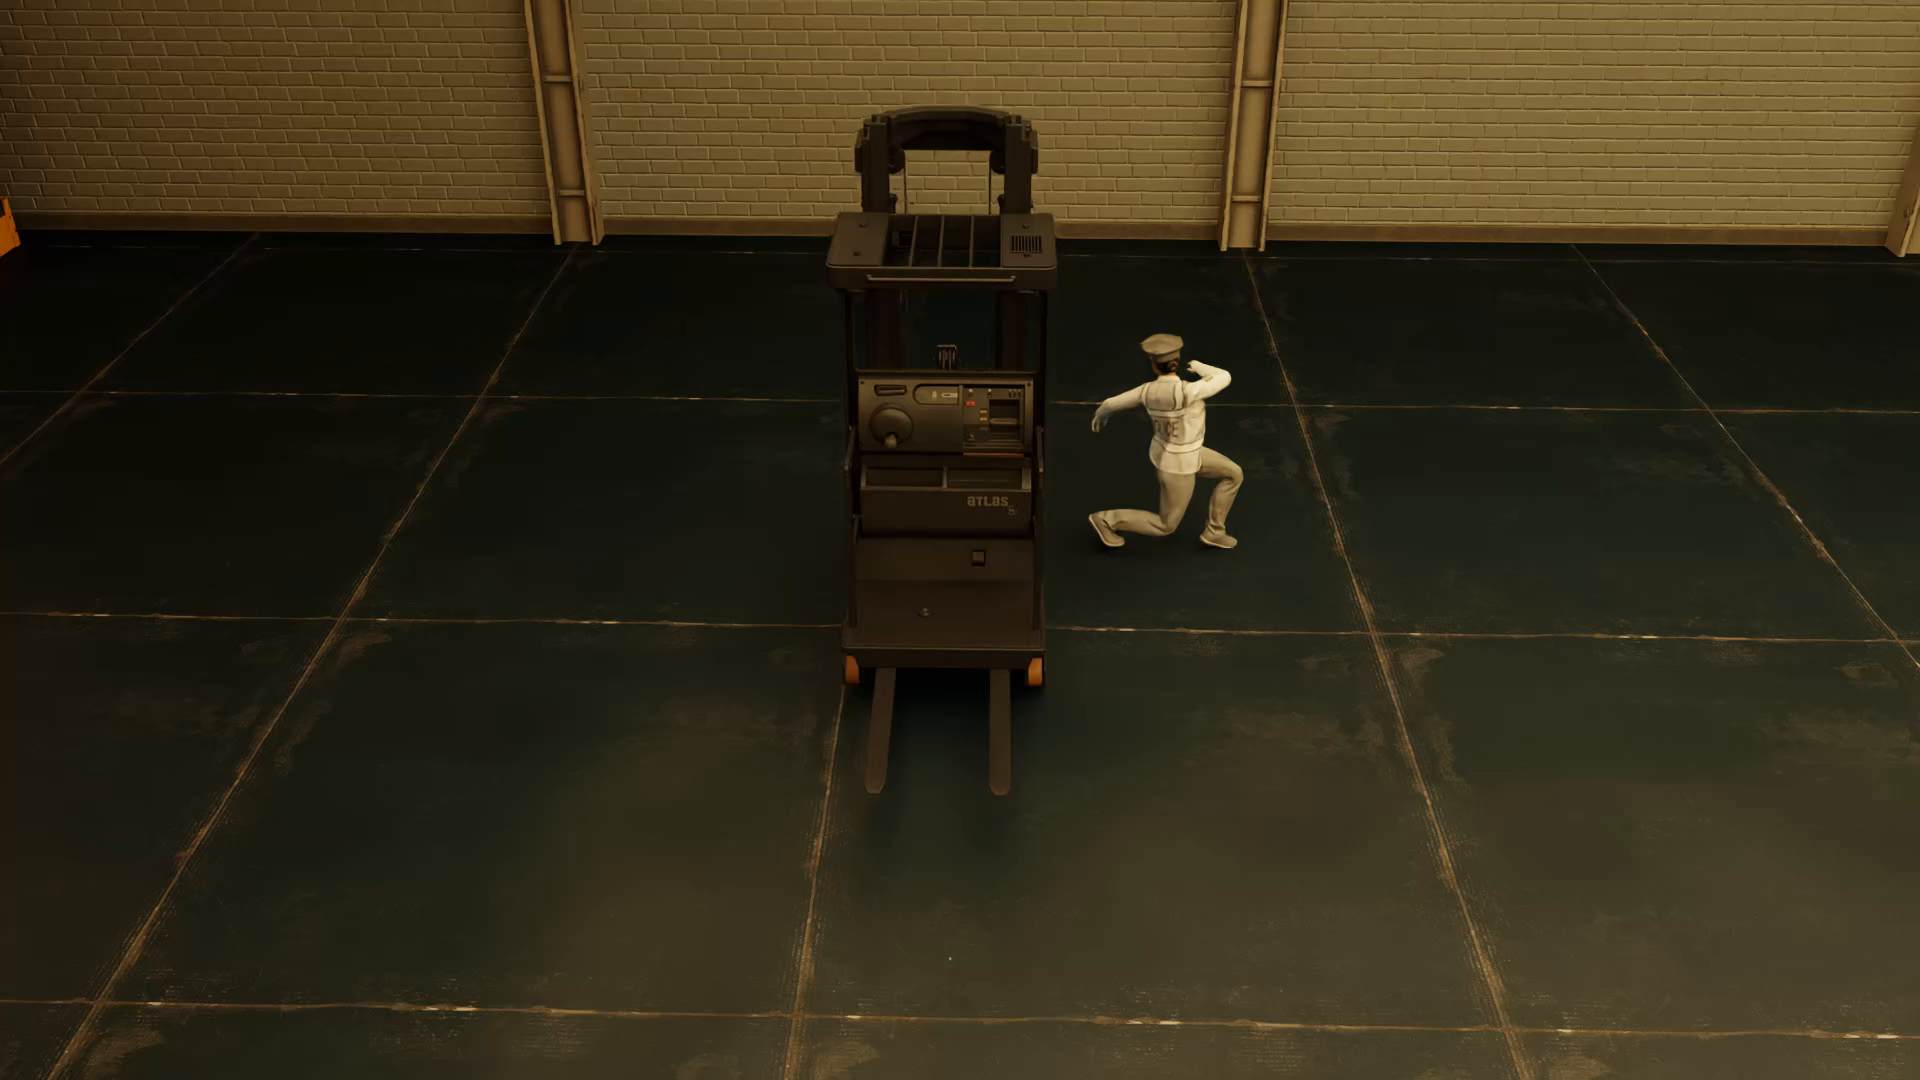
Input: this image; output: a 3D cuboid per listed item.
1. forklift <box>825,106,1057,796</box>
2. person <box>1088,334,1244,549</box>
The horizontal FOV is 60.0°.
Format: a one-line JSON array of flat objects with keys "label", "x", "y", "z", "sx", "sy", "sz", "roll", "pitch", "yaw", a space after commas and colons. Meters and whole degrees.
[{"label": "forklift", "x": -0.079, "y": -0.618, "z": 8.663, "sx": 1.130, "sy": 2.935, "sz": 3.031, "roll": 1, "pitch": 31, "yaw": 1}, {"label": "person", "x": 1.250, "y": -0.611, "z": 10.197, "sx": 0.938, "sy": 1.412, "sz": 0.744, "roll": -6, "pitch": 31, "yaw": -10}]
